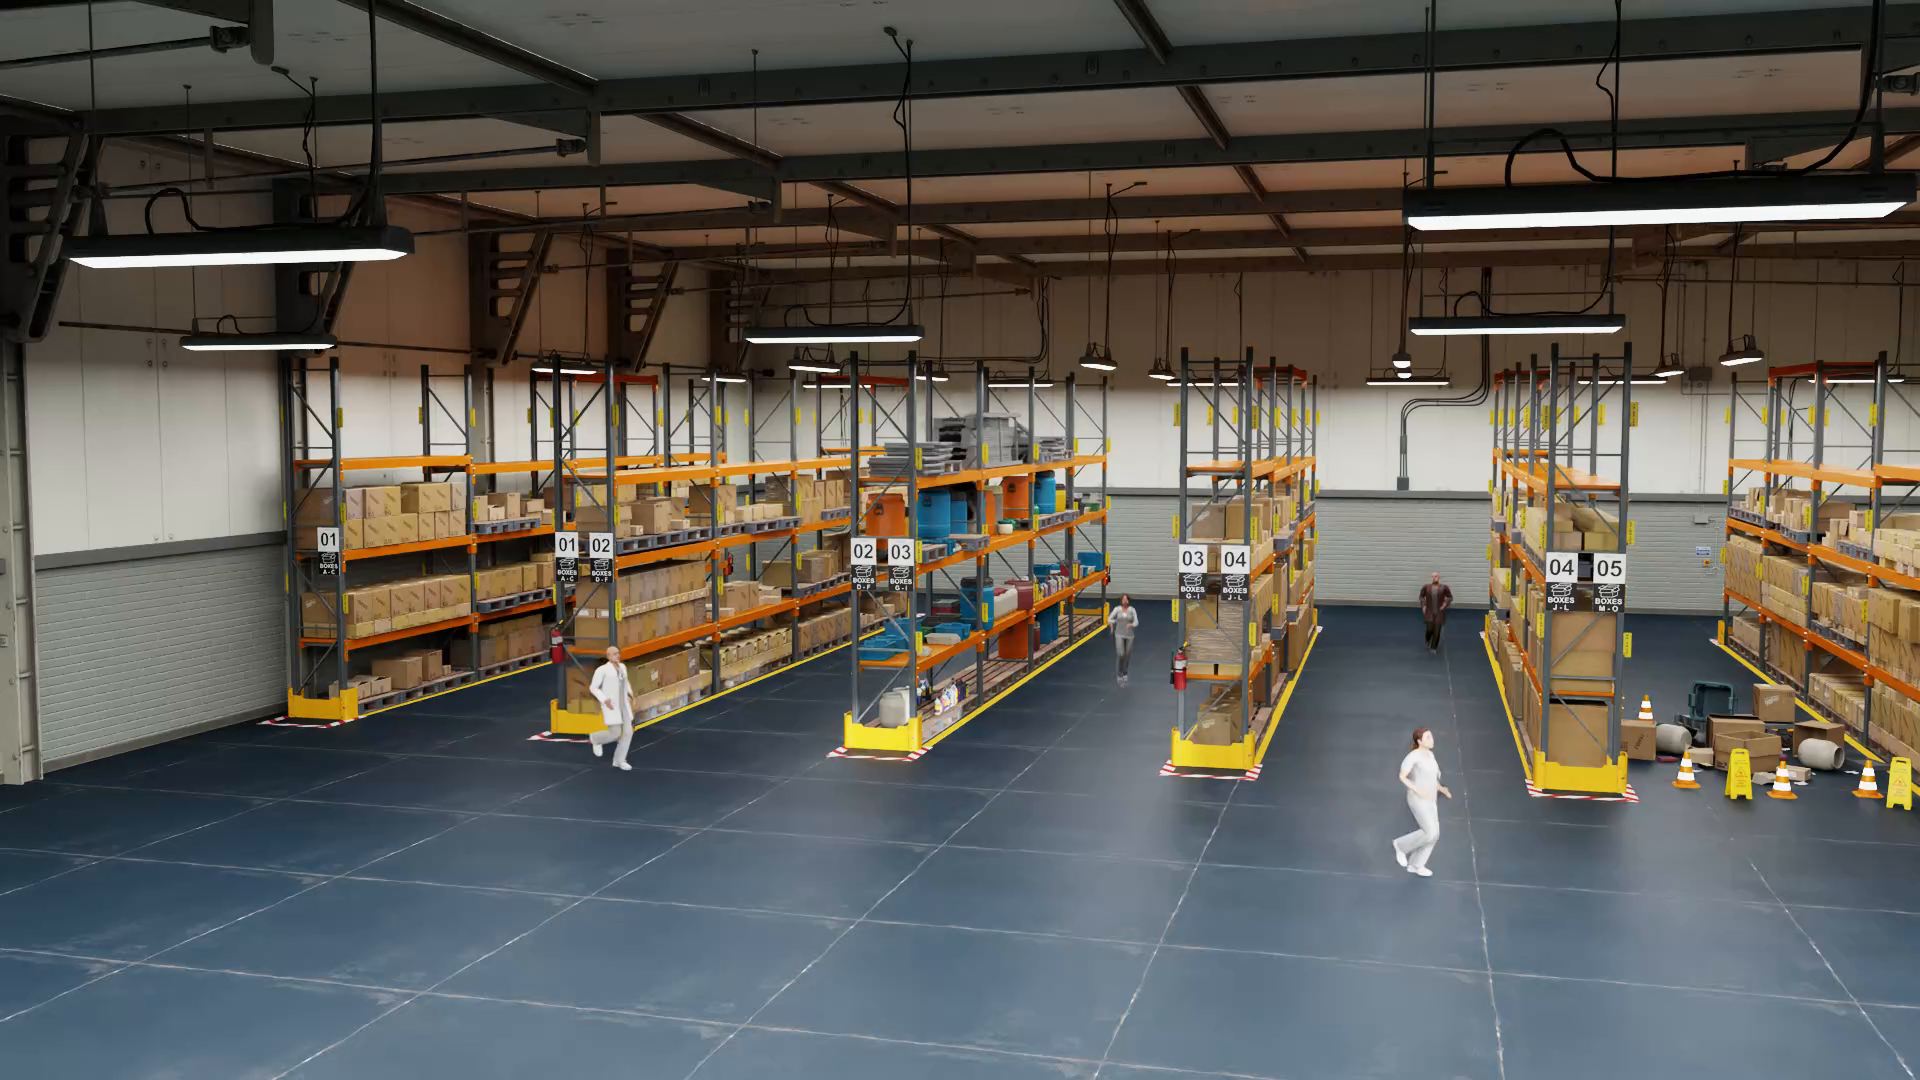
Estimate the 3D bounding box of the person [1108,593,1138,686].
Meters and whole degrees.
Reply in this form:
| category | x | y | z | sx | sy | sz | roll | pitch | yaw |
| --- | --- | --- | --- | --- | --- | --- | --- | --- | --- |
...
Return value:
| category | x | y | z | sx | sy | sz | roll | pitch | yaw |
| --- | --- | --- | --- | --- | --- | --- | --- | --- | --- |
| person | 2.900 | 1.761 | 29.433 | 0.506 | 1.631 | 0.644 | 0 | 4 | -3 |

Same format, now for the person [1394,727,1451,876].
| category | x | y | z | sx | sy | sz | roll | pitch | yaw |
| --- | --- | --- | --- | --- | --- | --- | --- | --- | --- |
| person | 5.054 | 2.852 | 18.204 | 0.546 | 1.624 | 0.554 | -4 | 6 | -43 |

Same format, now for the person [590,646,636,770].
| category | x | y | z | sx | sy | sz | roll | pitch | yaw |
| --- | --- | --- | --- | --- | --- | --- | --- | --- | --- |
| person | -4.980 | 2.395 | 23.858 | 0.763 | 1.753 | 0.683 | 3 | 5 | 37 |

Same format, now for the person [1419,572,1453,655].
| category | x | y | z | sx | sy | sz | roll | pitch | yaw |
| --- | --- | --- | --- | --- | --- | --- | --- | --- | --- |
| person | 10.083 | 1.550 | 35.260 | 0.700 | 1.748 | 0.673 | 1 | 4 | 19 |
